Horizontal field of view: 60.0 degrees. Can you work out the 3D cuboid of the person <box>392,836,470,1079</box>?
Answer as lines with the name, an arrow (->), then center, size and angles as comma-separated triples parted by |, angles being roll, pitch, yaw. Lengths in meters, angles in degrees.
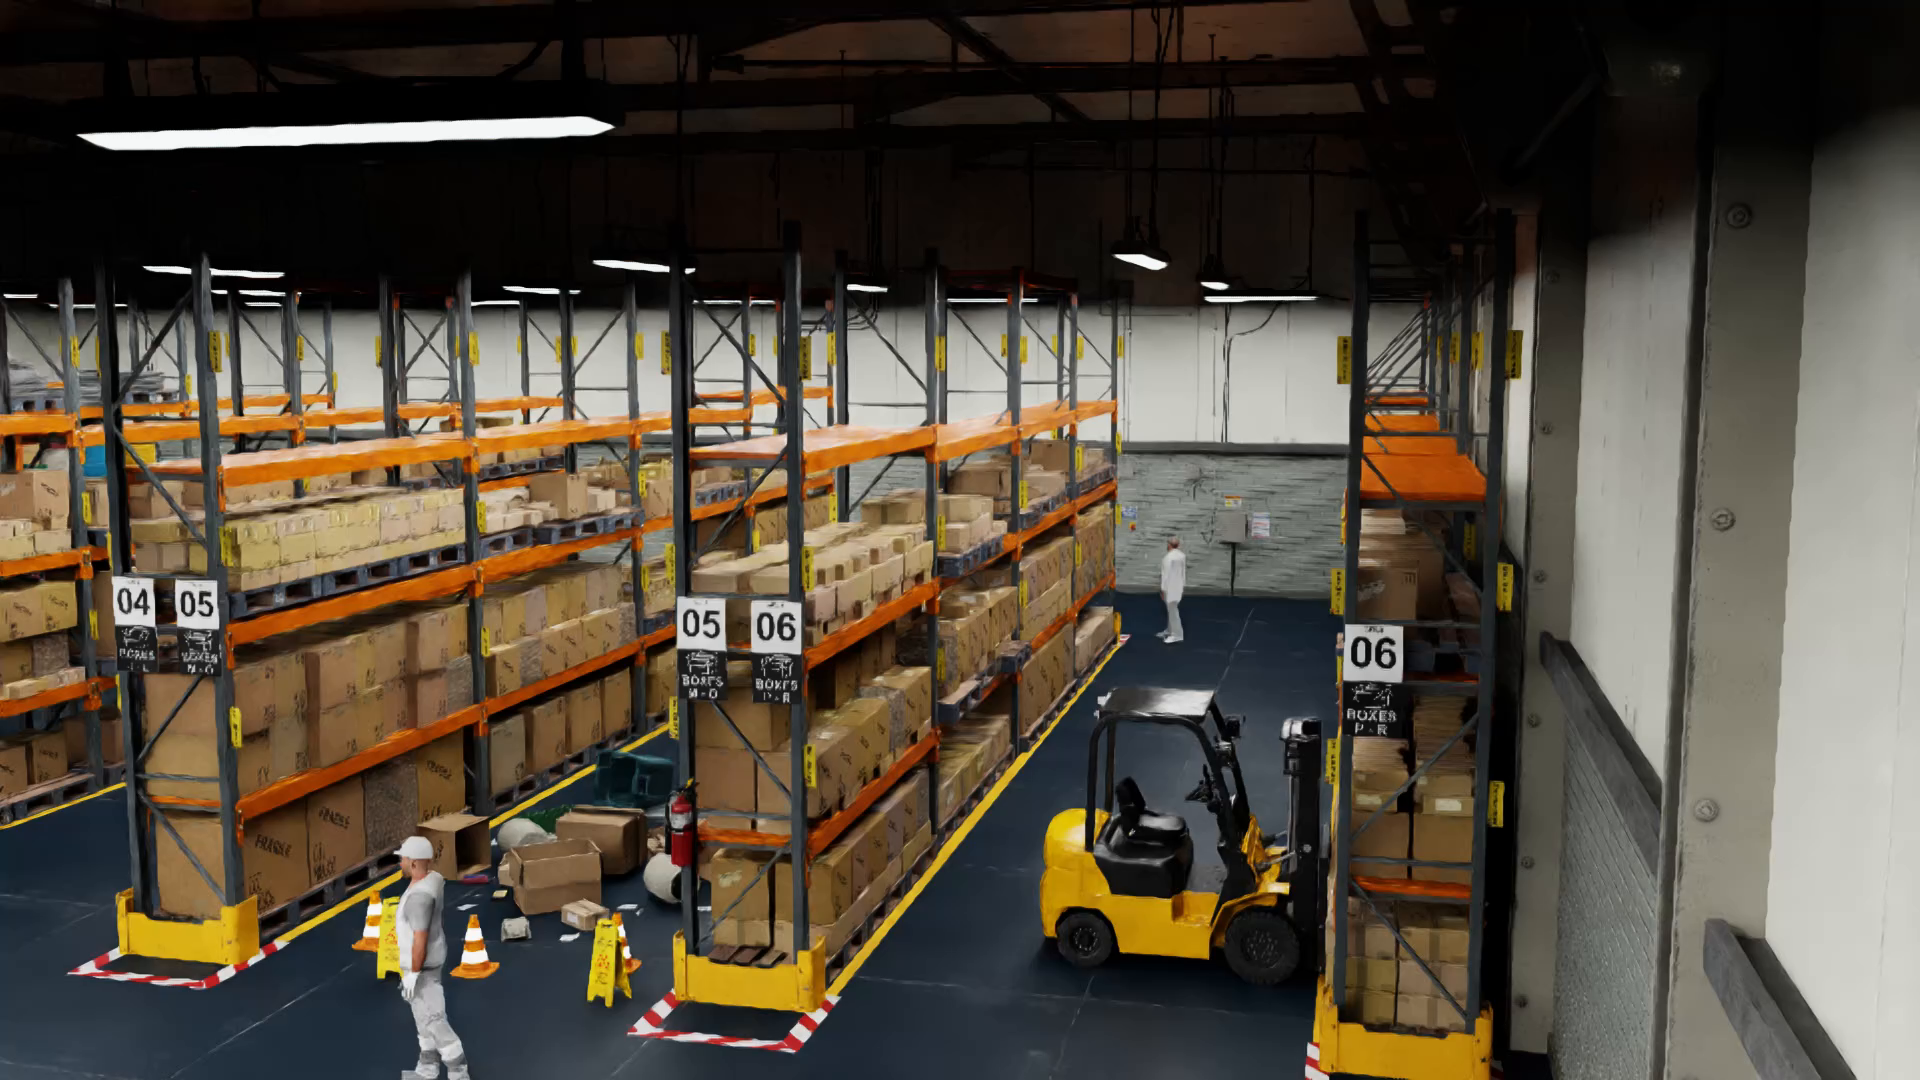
person -> -3.621, 2.912, 11.364 | 0.477, 1.788, 0.736 | -2, 7, -15

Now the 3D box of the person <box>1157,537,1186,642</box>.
person -> 3.606, 0.823, 28.399 | 0.640, 1.777, 0.741 | 5, 9, 36

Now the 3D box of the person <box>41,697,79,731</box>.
person -> -11.346, 1.813, 20.990 | 0.592, 1.629, 0.532 | 1, 7, 12
